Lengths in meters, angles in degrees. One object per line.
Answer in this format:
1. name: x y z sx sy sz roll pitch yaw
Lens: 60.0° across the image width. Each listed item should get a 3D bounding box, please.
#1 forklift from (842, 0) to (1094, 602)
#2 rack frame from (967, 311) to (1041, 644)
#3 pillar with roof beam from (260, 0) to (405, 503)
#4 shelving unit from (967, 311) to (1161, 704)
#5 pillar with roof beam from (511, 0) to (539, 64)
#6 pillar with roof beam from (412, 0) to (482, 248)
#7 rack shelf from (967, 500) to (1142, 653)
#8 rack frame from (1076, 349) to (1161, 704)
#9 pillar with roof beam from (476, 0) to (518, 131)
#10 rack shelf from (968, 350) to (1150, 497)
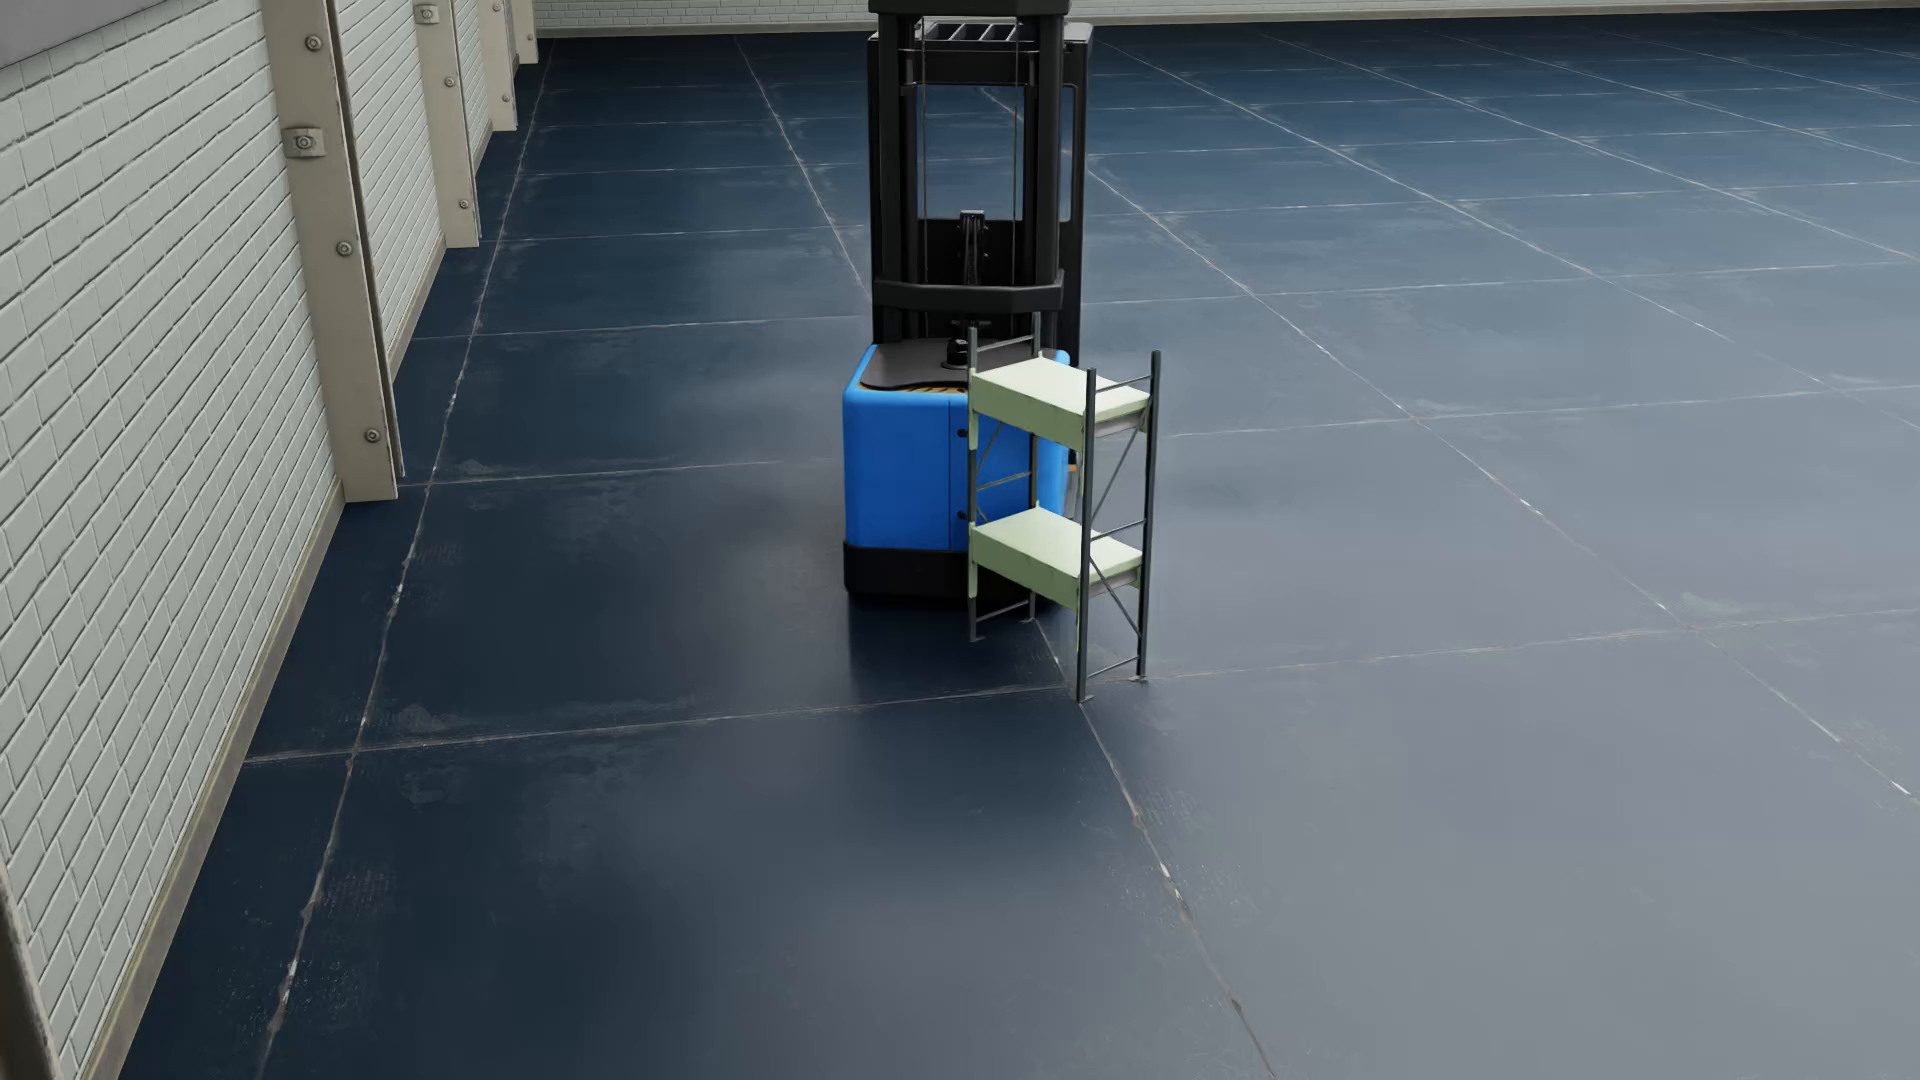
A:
1. forklift: 0.113 -1.605 8.762 1.130 2.935 3.031 2 24 6
2. rack frame: 0.193 -0.262 7.477 0.400 1.500 0.023 -18 30 -36
3. pillar with roof beam: 0.901 -4.737 8.353 9.100 9.000 0.400 -4 24 -10
4. shelving unit: 0.426 -0.149 7.218 0.431 1.500 0.755 -18 30 -36
5. pillar with roof beam: -2.427 -11.817 24.564 9.100 9.000 0.400 -4 24 -10
6. pillar with roof beam: -0.208 -7.097 13.757 9.100 9.000 0.400 -4 24 -10
7. rack shelf: 0.426 0.149 7.349 0.431 0.370 0.720 -18 30 -36
8. rack frame: 0.660 -0.037 6.960 0.400 1.500 0.023 -18 30 -36
9. pillar with roof beam: -1.318 -9.457 19.160 9.100 9.000 0.400 -4 24 -10
10. rack shelf: 0.426 -0.507 7.062 0.431 0.370 0.720 -18 30 -36
